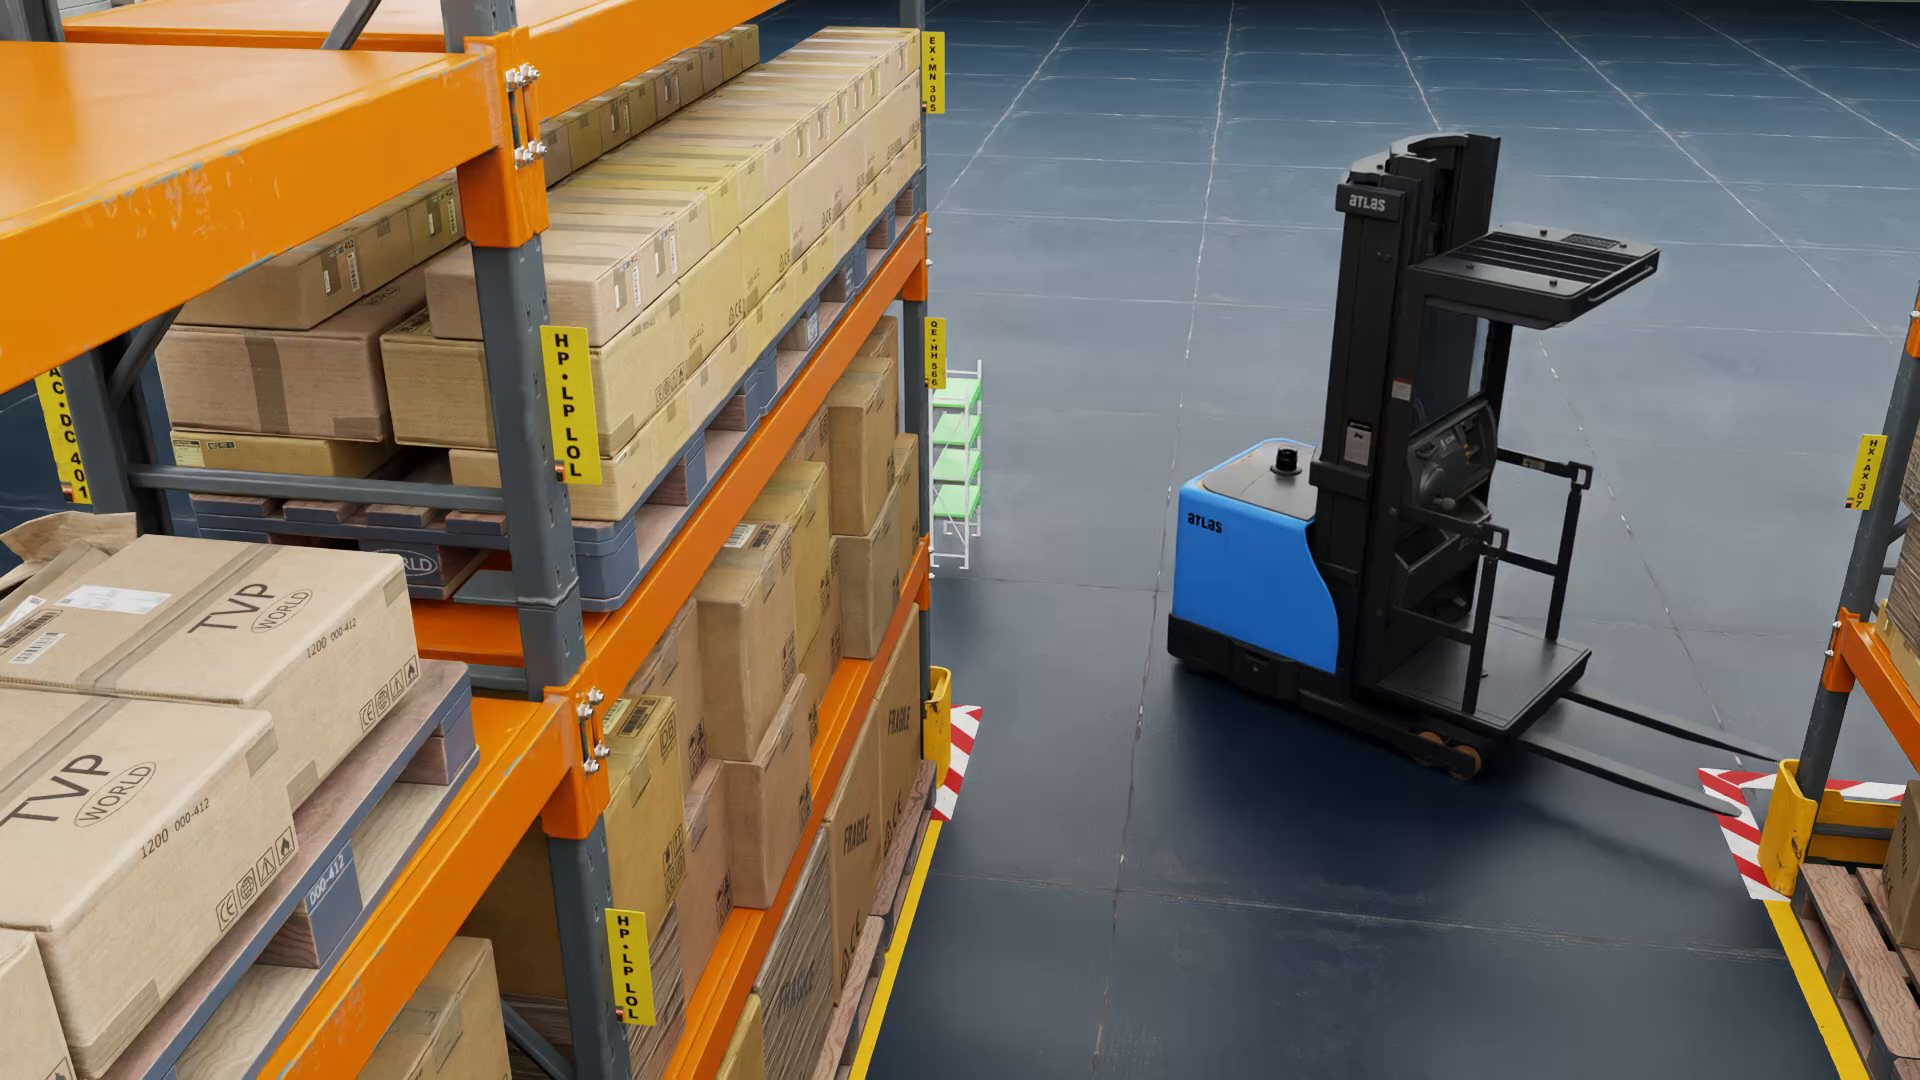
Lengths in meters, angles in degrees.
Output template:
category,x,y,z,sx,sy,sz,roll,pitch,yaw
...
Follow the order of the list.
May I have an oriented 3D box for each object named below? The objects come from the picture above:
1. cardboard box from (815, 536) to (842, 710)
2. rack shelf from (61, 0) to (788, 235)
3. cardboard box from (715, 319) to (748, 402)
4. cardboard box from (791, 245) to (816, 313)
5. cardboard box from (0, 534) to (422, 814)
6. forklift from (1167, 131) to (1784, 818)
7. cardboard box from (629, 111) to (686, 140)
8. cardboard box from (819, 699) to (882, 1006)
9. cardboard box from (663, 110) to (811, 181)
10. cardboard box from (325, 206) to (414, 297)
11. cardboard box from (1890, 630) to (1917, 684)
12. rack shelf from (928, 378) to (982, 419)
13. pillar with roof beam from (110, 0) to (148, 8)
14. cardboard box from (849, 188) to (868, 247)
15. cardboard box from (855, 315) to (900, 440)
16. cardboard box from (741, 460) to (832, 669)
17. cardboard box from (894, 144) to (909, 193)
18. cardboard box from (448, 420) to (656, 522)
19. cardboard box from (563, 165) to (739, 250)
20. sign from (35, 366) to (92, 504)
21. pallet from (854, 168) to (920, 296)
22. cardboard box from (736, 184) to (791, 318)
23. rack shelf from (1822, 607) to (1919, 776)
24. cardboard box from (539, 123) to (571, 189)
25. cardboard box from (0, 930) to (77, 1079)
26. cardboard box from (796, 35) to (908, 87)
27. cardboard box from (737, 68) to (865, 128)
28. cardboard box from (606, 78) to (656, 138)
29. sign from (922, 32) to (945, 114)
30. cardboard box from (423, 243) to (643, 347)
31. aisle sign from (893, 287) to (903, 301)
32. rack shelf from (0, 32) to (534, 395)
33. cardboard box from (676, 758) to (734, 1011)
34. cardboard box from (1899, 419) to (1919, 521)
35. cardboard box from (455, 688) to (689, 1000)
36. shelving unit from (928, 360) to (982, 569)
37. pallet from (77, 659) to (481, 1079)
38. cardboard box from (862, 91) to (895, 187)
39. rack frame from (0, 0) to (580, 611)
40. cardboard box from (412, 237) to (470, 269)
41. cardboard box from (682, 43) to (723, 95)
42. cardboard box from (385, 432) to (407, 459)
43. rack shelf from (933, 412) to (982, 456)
category,x,y,z,sx,sy,sz,roll,pitch,yaw
cardboard box,-0.945,0.316,6.360,0.875,0.550,0.550,4,25,9
rack shelf,-0.972,-1.605,4.885,1.077,0.370,4.000,4,25,9
cardboard box,-0.780,-0.485,4.393,0.380,0.149,0.250,4,25,8
cardboard box,-0.656,-0.804,5.074,0.380,0.149,0.250,4,25,9
cardboard box,-1.257,0.222,2.763,0.500,0.250,0.500,4,25,9
forklift,2.600,-0.395,8.136,3.031,2.935,1.130,20,32,36
cardboard box,-1.141,-1.285,5.631,0.500,0.250,0.500,4,25,8
cardboard box,-0.833,1.197,6.666,0.875,0.875,0.875,4,25,8
cardboard box,-0.656,-1.165,4.905,0.380,0.149,0.250,4,25,8
cardboard box,-1.512,-0.681,3.870,0.380,0.149,0.250,4,25,8
cardboard box,3.890,0.474,6.495,0.380,0.149,0.250,4,25,9
rack shelf,-0.027,-0.851,10.171,0.258,0.148,0.480,4,25,9
pillar with roof beam,-5.238,-8.083,17.405,9.100,9.000,0.400,4,25,9
cardboard box,-0.532,-1.123,5.757,0.380,0.149,0.250,4,25,8
cardboard box,-0.744,-0.636,7.120,0.875,0.550,0.550,4,25,9
cardboard box,-0.927,0.056,5.642,0.875,0.550,0.500,4,25,9
cardboard box,-0.407,-1.444,6.441,0.380,0.149,0.250,4,25,9
cardboard box,-0.904,-0.167,3.714,0.380,0.149,0.250,4,25,8
cardboard box,-0.781,-0.847,4.226,0.380,0.149,0.250,4,25,8
sign,-1.847,-0.225,3.451,0.100,0.325,0.005,4,25,9
pallet,-0.756,-1.239,6.425,1.003,0.211,1.213,4,25,9
cardboard box,-0.780,-0.827,4.652,0.500,0.250,0.500,4,25,8
rack shelf,3.905,1.317,5.247,1.077,0.370,4.000,4,25,9
cardboard box,-1.347,-1.103,4.772,0.380,0.149,0.250,4,25,8
cardboard box,-1.369,0.636,1.806,0.500,0.311,0.500,3,25,7
cardboard box,-0.408,-1.804,6.270,0.380,0.149,0.250,4,25,9
cardboard box,-0.533,-1.484,5.587,0.380,0.149,0.250,4,25,9
cardboard box,-1.223,-1.424,5.458,0.380,0.149,0.250,4,25,8
sign,-0.112,-1.912,6.807,0.100,0.325,0.005,4,25,9
cardboard box,-0.904,-0.529,3.545,0.380,0.149,0.250,4,25,9
aisle sign,-0.338,-1.418,7.174,0.394,0.787,0.004,4,25,9
rack shelf,-1.626,0.068,1.311,1.077,0.370,4.000,4,25,9
cardboard box,-1.183,0.987,4.927,0.875,0.550,0.550,4,25,9
cardboard box,3.873,-0.267,6.135,0.500,0.500,0.500,4,25,9
cardboard box,-1.205,0.732,4.196,0.875,0.550,0.550,4,25,9
shelving unit,-0.027,-0.474,10.348,0.258,1.200,0.503,4,25,9
pallet,-1.400,0.556,2.710,0.805,0.209,1.217,3,25,6
cardboard box,-0.532,-1.459,6.003,0.500,0.250,0.500,4,25,9
rack frame,-1.299,-1.276,2.861,1.000,3.000,0.127,4,25,9
cardboard box,-1.389,-0.655,4.285,0.500,0.250,0.500,4,25,8
cardboard box,-1.097,-1.744,6.141,0.380,0.149,0.250,4,25,8
cardboard box,-1.514,-0.319,4.037,0.380,0.149,0.250,4,25,9
rack shelf,-0.027,-0.634,10.273,0.258,0.148,0.480,4,25,9
